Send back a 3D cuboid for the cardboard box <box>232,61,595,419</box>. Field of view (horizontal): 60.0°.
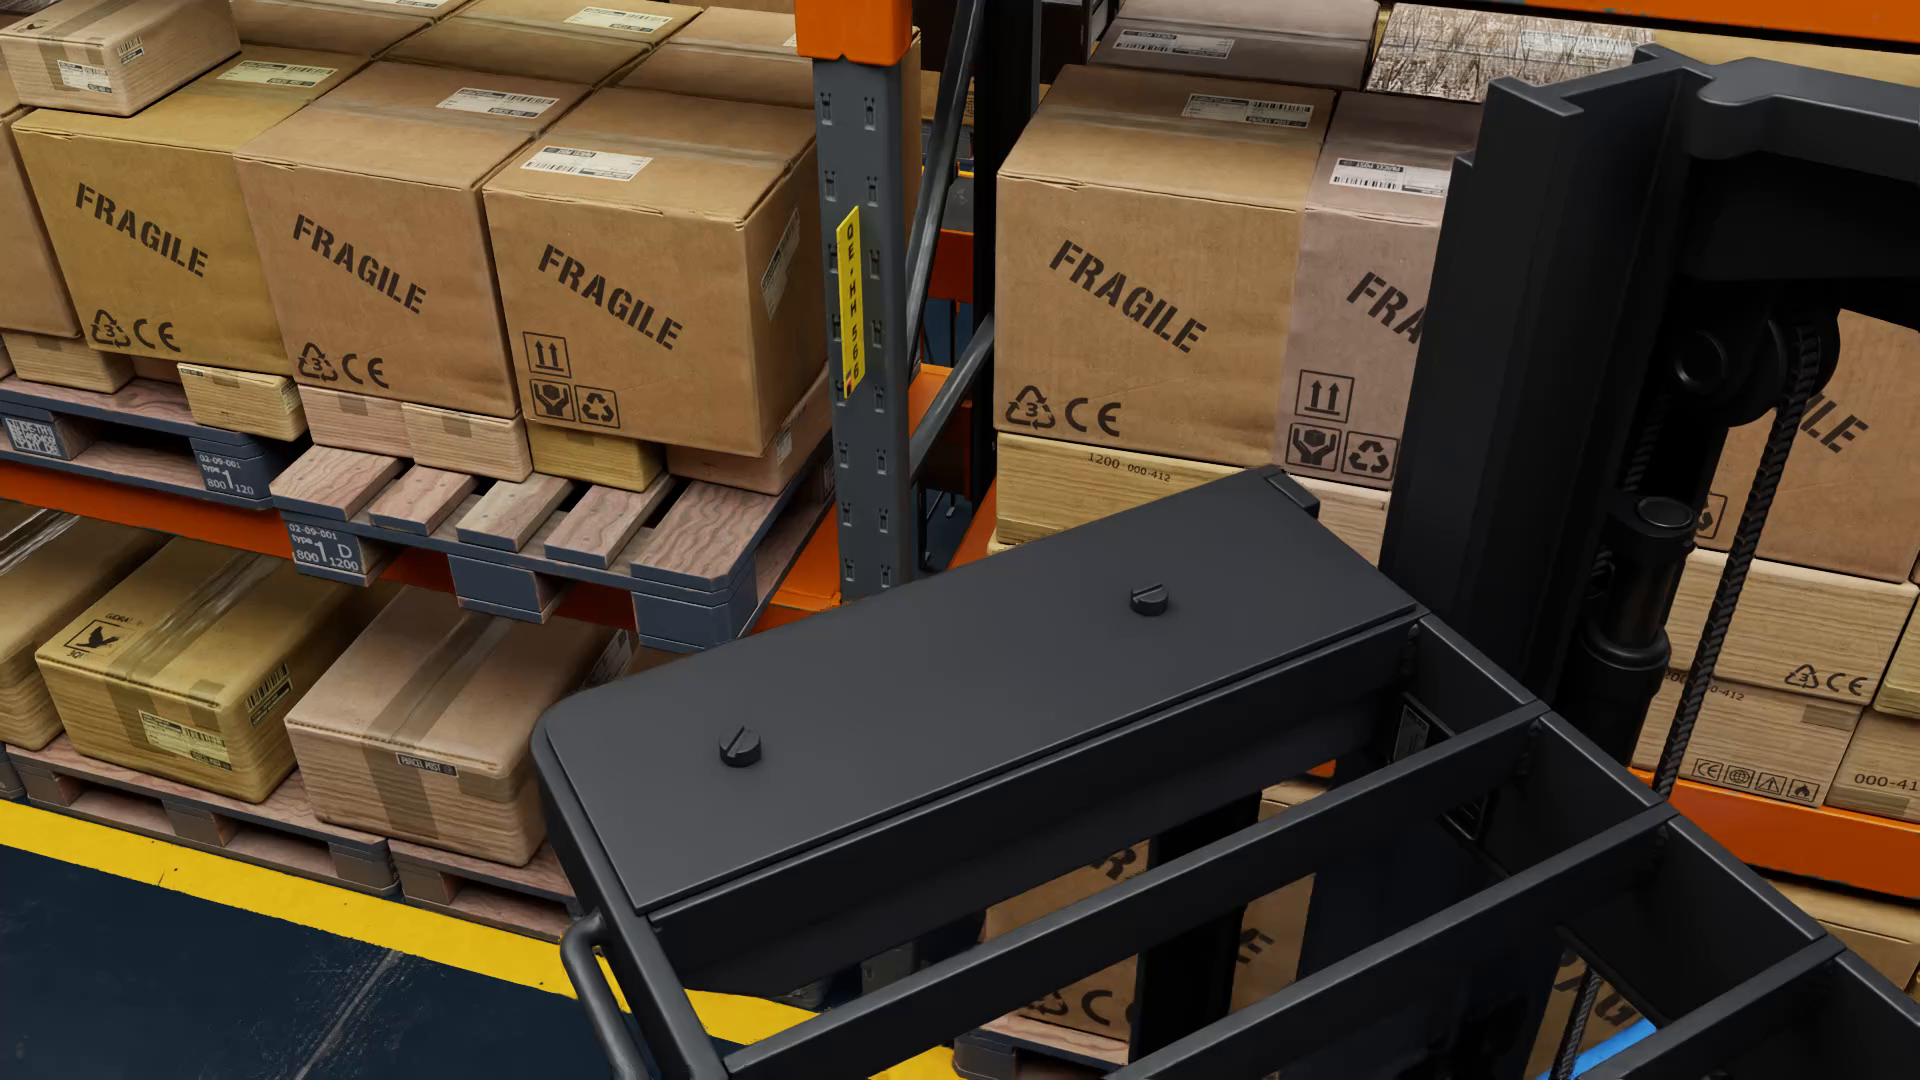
[{"bbox_3d":[-1.046,-0.618,3.370,0.500,0.500,0.500,10,38,13],"label":"cardboard box"}]

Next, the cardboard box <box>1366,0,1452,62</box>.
[{"bbox_3d":[1.933,-2.305,7.473,0.500,0.250,0.500,9,37,12],"label":"cardboard box"}]

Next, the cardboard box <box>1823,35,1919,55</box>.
[{"bbox_3d":[3.892,-1.944,6.982,0.500,0.250,0.500,12,38,16],"label":"cardboard box"}]

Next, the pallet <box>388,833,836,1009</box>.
[{"bbox_3d":[-0.778,0.703,4.616,1.213,0.211,1.003,10,38,14],"label":"pallet"}]

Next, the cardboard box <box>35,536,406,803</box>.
[{"bbox_3d":[-1.998,0.240,4.756,0.625,0.372,0.950,12,38,15],"label":"cardboard box"}]

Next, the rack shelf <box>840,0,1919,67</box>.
[{"bbox_3d":[1.876,-0.846,2.445,4.000,0.370,1.077,10,38,14],"label":"rack shelf"}]

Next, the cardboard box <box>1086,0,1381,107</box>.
[{"bbox_3d":[0.539,-0.780,3.352,0.500,0.500,0.500,10,37,13],"label":"cardboard box"}]

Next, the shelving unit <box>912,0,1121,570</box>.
[{"bbox_3d":[0.158,-0.816,5.088,0.503,2.100,0.431,10,38,14],"label":"shelving unit"}]

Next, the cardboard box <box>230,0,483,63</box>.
[{"bbox_3d":[-1.402,-0.999,3.887,0.500,0.500,0.500,11,38,15],"label":"cardboard box"}]

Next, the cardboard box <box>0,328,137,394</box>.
[{"bbox_3d":[-1.918,-0.503,3.760,0.250,0.149,0.380,9,37,12],"label":"cardboard box"}]

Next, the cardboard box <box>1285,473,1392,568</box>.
[{"bbox_3d":[0.870,-0.100,3.061,0.500,0.250,0.500,11,38,15],"label":"cardboard box"}]

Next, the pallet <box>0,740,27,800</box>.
[{"bbox_3d":[-3.107,0.272,5.202,1.213,0.211,1.003,10,38,14],"label":"pallet"}]

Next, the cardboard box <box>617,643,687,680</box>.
[{"bbox_3d":[-0.569,0.503,4.399,0.625,0.372,0.950,8,37,11],"label":"cardboard box"}]

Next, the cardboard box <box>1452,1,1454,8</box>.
[{"bbox_3d":[2.563,-2.508,7.749,0.500,0.250,0.500,11,38,15],"label":"cardboard box"}]

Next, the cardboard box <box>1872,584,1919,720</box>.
[{"bbox_3d":[1.822,0.092,2.800,0.500,0.250,0.500,11,38,15],"label":"cardboard box"}]

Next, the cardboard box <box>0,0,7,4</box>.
[{"bbox_3d":[-2.377,-1.184,4.138,0.500,0.500,0.500,12,38,15],"label":"cardboard box"}]

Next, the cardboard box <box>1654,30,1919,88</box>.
[{"bbox_3d":[1.503,-0.603,3.111,0.500,0.500,0.500,11,38,14],"label":"cardboard box"}]

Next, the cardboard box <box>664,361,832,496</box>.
[{"bbox_3d":[-0.416,-0.274,3.449,0.250,0.149,0.380,12,38,16],"label":"cardboard box"}]

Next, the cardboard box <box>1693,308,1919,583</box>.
[{"bbox_3d":[1.331,-0.316,2.721,0.500,0.500,0.500,12,38,15],"label":"cardboard box"}]

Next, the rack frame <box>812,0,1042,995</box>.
[{"bbox_3d":[-0.033,-0.281,3.601,0.127,3.000,1.000,10,38,14],"label":"rack frame"}]

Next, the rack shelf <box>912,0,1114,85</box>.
[{"bbox_3d":[0.158,-1.369,4.681,0.480,0.518,0.431,10,38,14],"label":"rack shelf"}]

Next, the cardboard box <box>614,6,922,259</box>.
[{"bbox_3d":[-0.393,-0.820,3.645,0.500,0.500,0.500,9,37,13],"label":"cardboard box"}]

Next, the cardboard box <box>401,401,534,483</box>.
[{"bbox_3d":[-0.947,-0.299,3.484,0.250,0.149,0.380,10,38,14],"label":"cardboard box"}]

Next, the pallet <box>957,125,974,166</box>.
[{"bbox_3d":[0.617,-2.158,8.504,1.213,0.211,1.003,10,38,14],"label":"pallet"}]

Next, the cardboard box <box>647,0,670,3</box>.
[{"bbox_3d":[-1.852,-3.011,8.854,0.750,0.750,1.050,10,38,14],"label":"cardboard box"}]

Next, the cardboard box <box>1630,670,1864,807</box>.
[{"bbox_3d":[1.354,0.185,3.094,0.500,0.250,0.500,12,38,15],"label":"cardboard box"}]

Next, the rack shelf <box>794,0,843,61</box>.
[{"bbox_3d":[-1.942,-1.553,3.405,4.000,0.370,1.077,10,38,14],"label":"rack shelf"}]

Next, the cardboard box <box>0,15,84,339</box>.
[{"bbox_3d":[-2.049,-0.804,3.622,0.500,0.500,0.500,9,37,12],"label":"cardboard box"}]

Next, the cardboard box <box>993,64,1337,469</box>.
[{"bbox_3d":[0.365,-0.498,2.969,0.500,0.500,0.500,9,37,12],"label":"cardboard box"}]

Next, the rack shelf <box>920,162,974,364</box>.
[{"bbox_3d":[0.158,-0.805,5.096,0.480,0.518,0.431,10,38,14],"label":"rack shelf"}]

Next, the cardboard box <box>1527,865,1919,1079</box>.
[{"bbox_3d":[1.452,0.735,3.659,0.875,0.875,0.875,11,38,14],"label":"cardboard box"}]

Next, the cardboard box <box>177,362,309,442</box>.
[{"bbox_3d":[-1.452,-0.389,3.606,0.250,0.149,0.380,11,38,15],"label":"cardboard box"}]

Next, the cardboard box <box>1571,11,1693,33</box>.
[{"bbox_3d":[2.885,-2.121,7.223,0.500,0.250,0.500,11,38,14],"label":"cardboard box"}]

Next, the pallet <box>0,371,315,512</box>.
[{"bbox_3d":[-1.935,-0.530,4.102,1.213,0.211,1.003,10,38,14],"label":"pallet"}]

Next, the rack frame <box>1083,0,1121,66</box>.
[{"bbox_3d":[0.391,-0.773,5.029,0.015,2.100,0.400,10,38,14],"label":"rack frame"}]

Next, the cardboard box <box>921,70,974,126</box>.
[{"bbox_3d":[-0.043,-2.674,8.396,0.750,0.750,1.050,11,38,15],"label":"cardboard box"}]
